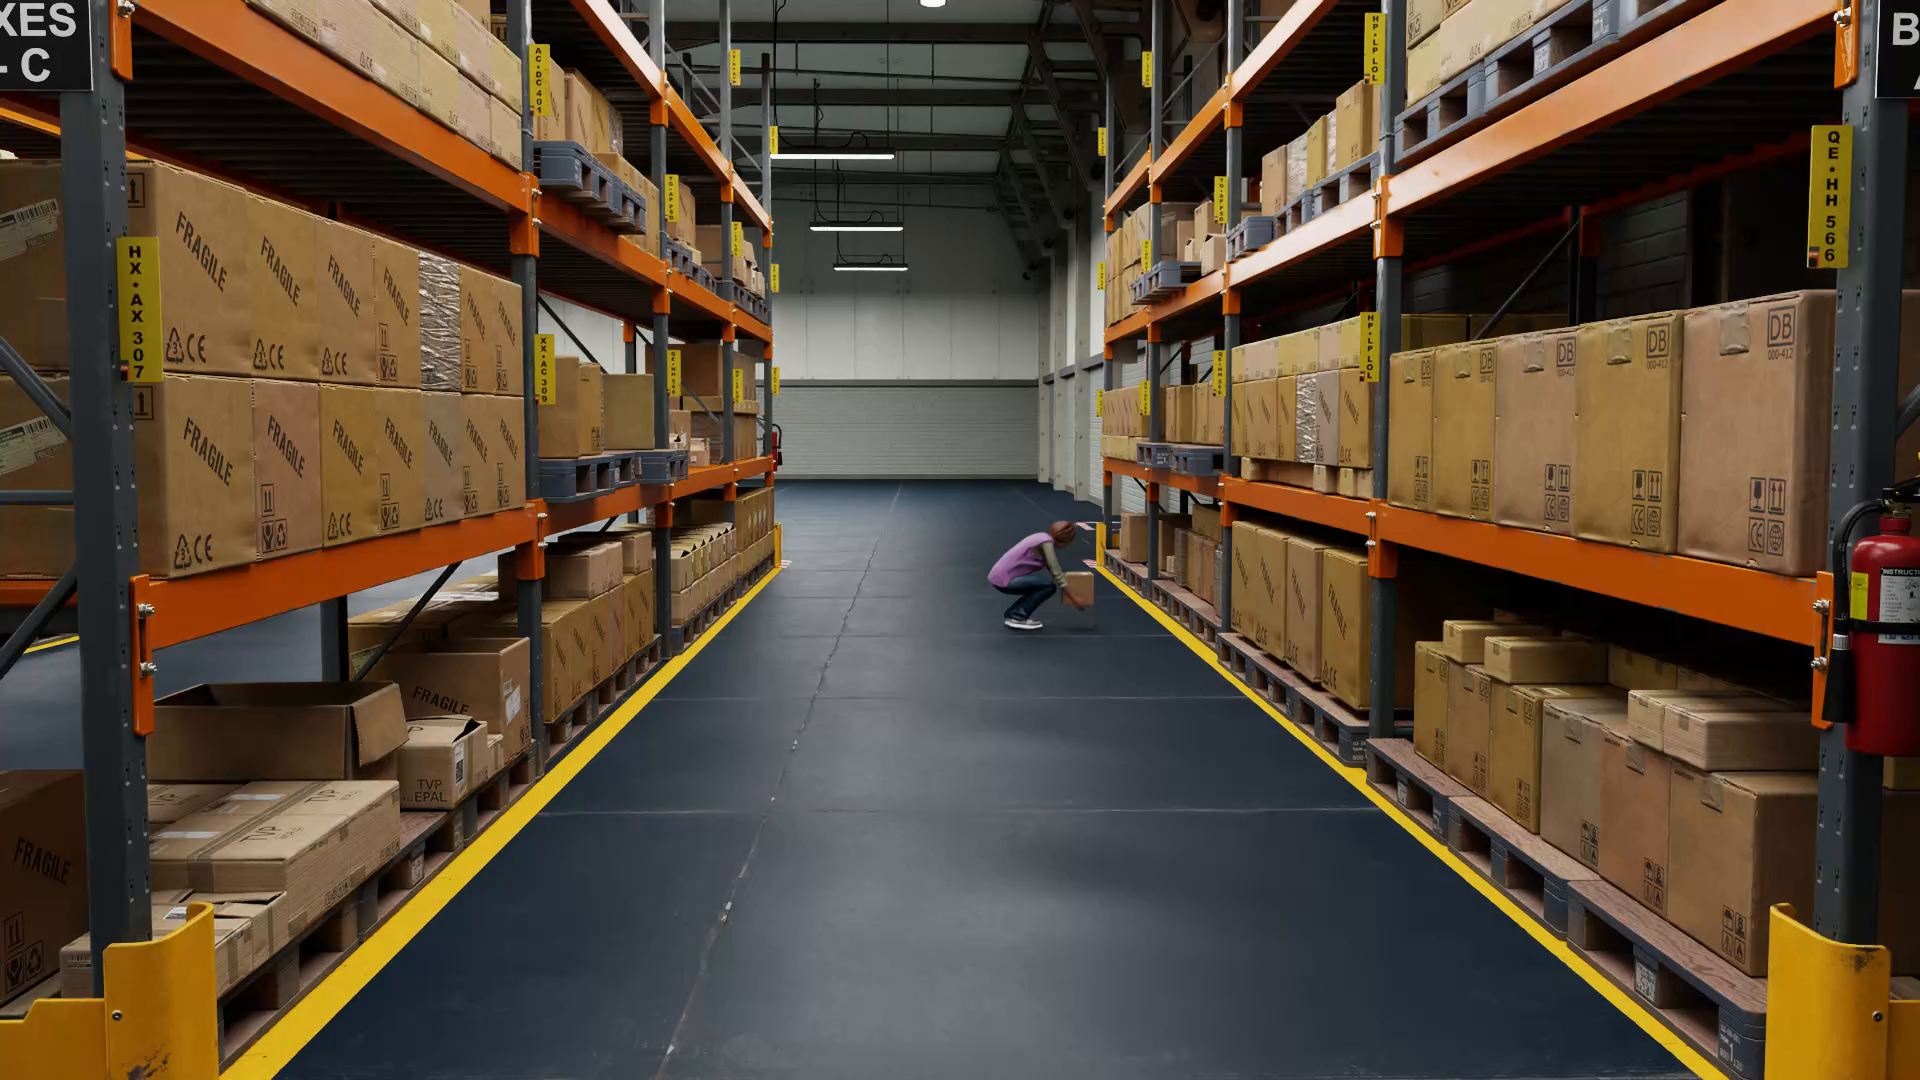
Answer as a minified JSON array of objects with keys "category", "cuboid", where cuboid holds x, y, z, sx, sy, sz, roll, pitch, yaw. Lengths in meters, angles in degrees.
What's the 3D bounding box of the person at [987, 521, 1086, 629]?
[{"category":"person","cuboid":[0.631,0.293,13.785,0.811,0.873,0.458,0,4,-1]}]
